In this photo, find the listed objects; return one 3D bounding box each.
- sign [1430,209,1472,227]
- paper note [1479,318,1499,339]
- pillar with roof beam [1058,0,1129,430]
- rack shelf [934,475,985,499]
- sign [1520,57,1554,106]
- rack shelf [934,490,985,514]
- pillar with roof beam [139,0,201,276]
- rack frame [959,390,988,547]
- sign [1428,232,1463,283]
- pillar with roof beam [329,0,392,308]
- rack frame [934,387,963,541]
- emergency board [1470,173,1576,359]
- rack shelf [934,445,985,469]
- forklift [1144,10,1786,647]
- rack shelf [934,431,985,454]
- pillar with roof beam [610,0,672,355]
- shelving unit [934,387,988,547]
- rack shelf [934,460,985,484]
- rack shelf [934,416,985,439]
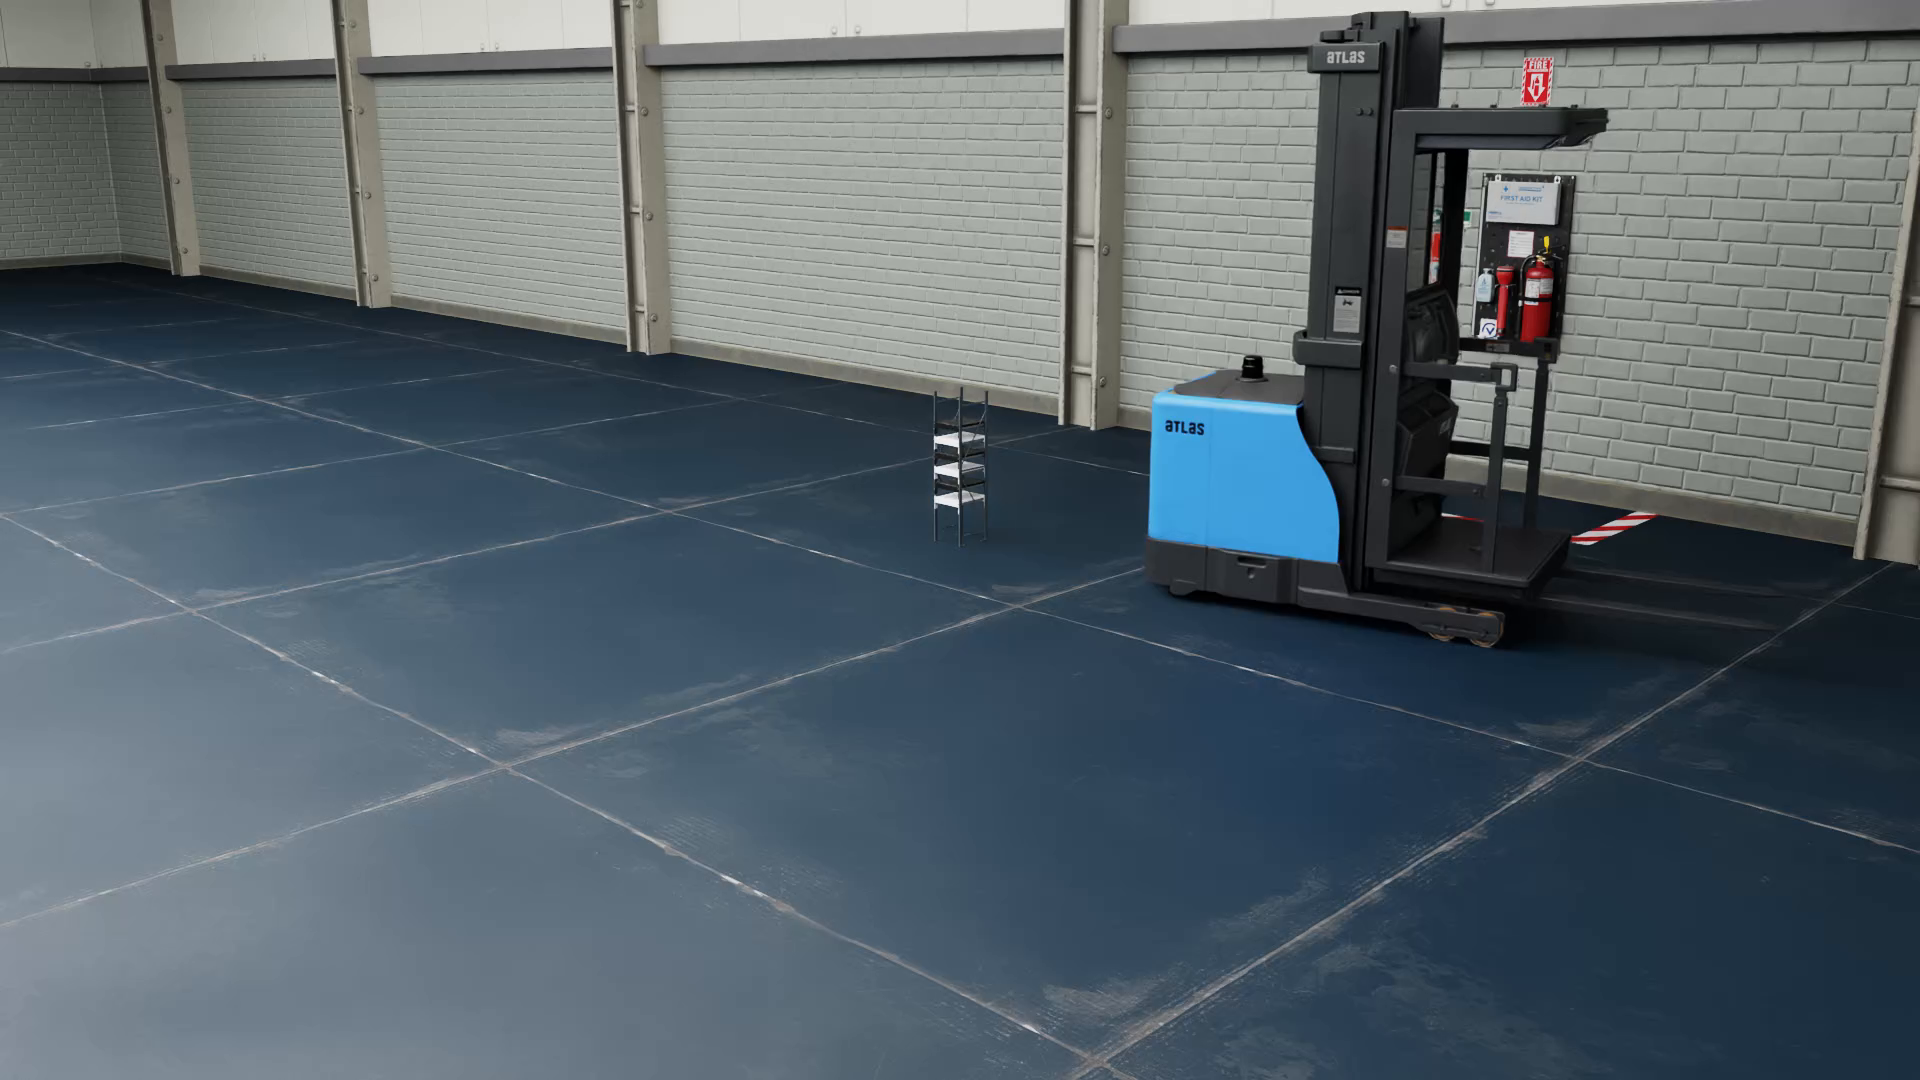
[{"bbox_3d":[3.284,-2.167,11.177,0.331,0.109,0.001,14,20,42],"label":"sign"},{"bbox_3d":[3.533,-1.397,11.093,0.142,0.148,0.016,14,20,42],"label":"paper note"},{"bbox_3d":[-1.942,-4.512,9.403,0.400,9.000,9.100,14,20,42],"label":"pillar with roof beam"},{"bbox_3d":[0.006,-0.315,9.844,0.200,0.077,0.258,14,20,42],"label":"rack shelf"},{"bbox_3d":[3.676,-2.921,10.597,0.199,0.298,0.001,14,20,42],"label":"sign"},{"bbox_3d":[0.006,-0.228,9.867,0.200,0.077,0.258,14,20,42],"label":"rack shelf"},{"bbox_3d":[-14.900,-7.663,21.493,0.400,9.000,9.100,14,20,42],"label":"pillar with roof beam"},{"bbox_3d":[0.079,-0.416,9.745,0.006,0.900,0.240,14,20,42],"label":"rack frame"},{"bbox_3d":[3.287,-1.913,11.253,0.234,0.329,0.001,14,20,42],"label":"sign"},{"bbox_3d":[-10.580,-6.612,17.463,0.400,9.000,9.100,14,20,42],"label":"pillar with roof beam"},{"bbox_3d":[-0.067,-0.452,9.881,0.006,0.900,0.240,14,20,42],"label":"rack frame"},{"bbox_3d":[3.613,-1.780,10.815,0.643,1.169,0.194,14,20,42],"label":"emergency board"},{"bbox_3d":[0.006,-0.489,9.799,0.200,0.077,0.258,14,20,42],"label":"rack shelf"},{"bbox_3d":[2.519,-1.058,8.178,3.031,2.935,1.130,8,17,28],"label":"forklift"},{"bbox_3d":[0.006,-0.576,9.776,0.200,0.077,0.258,14,20,42],"label":"rack shelf"},{"bbox_3d":[-6.261,-5.562,13.433,0.400,9.000,9.100,14,20,42],"label":"pillar with roof beam"},{"bbox_3d":[0.006,-0.434,9.813,0.210,0.900,0.258,14,20,42],"label":"shelving unit"},{"bbox_3d":[0.006,-0.402,9.822,0.200,0.077,0.258,14,20,42],"label":"rack shelf"},{"bbox_3d":[0.006,-0.663,9.753,0.200,0.077,0.258,14,20,42],"label":"rack shelf"}]
